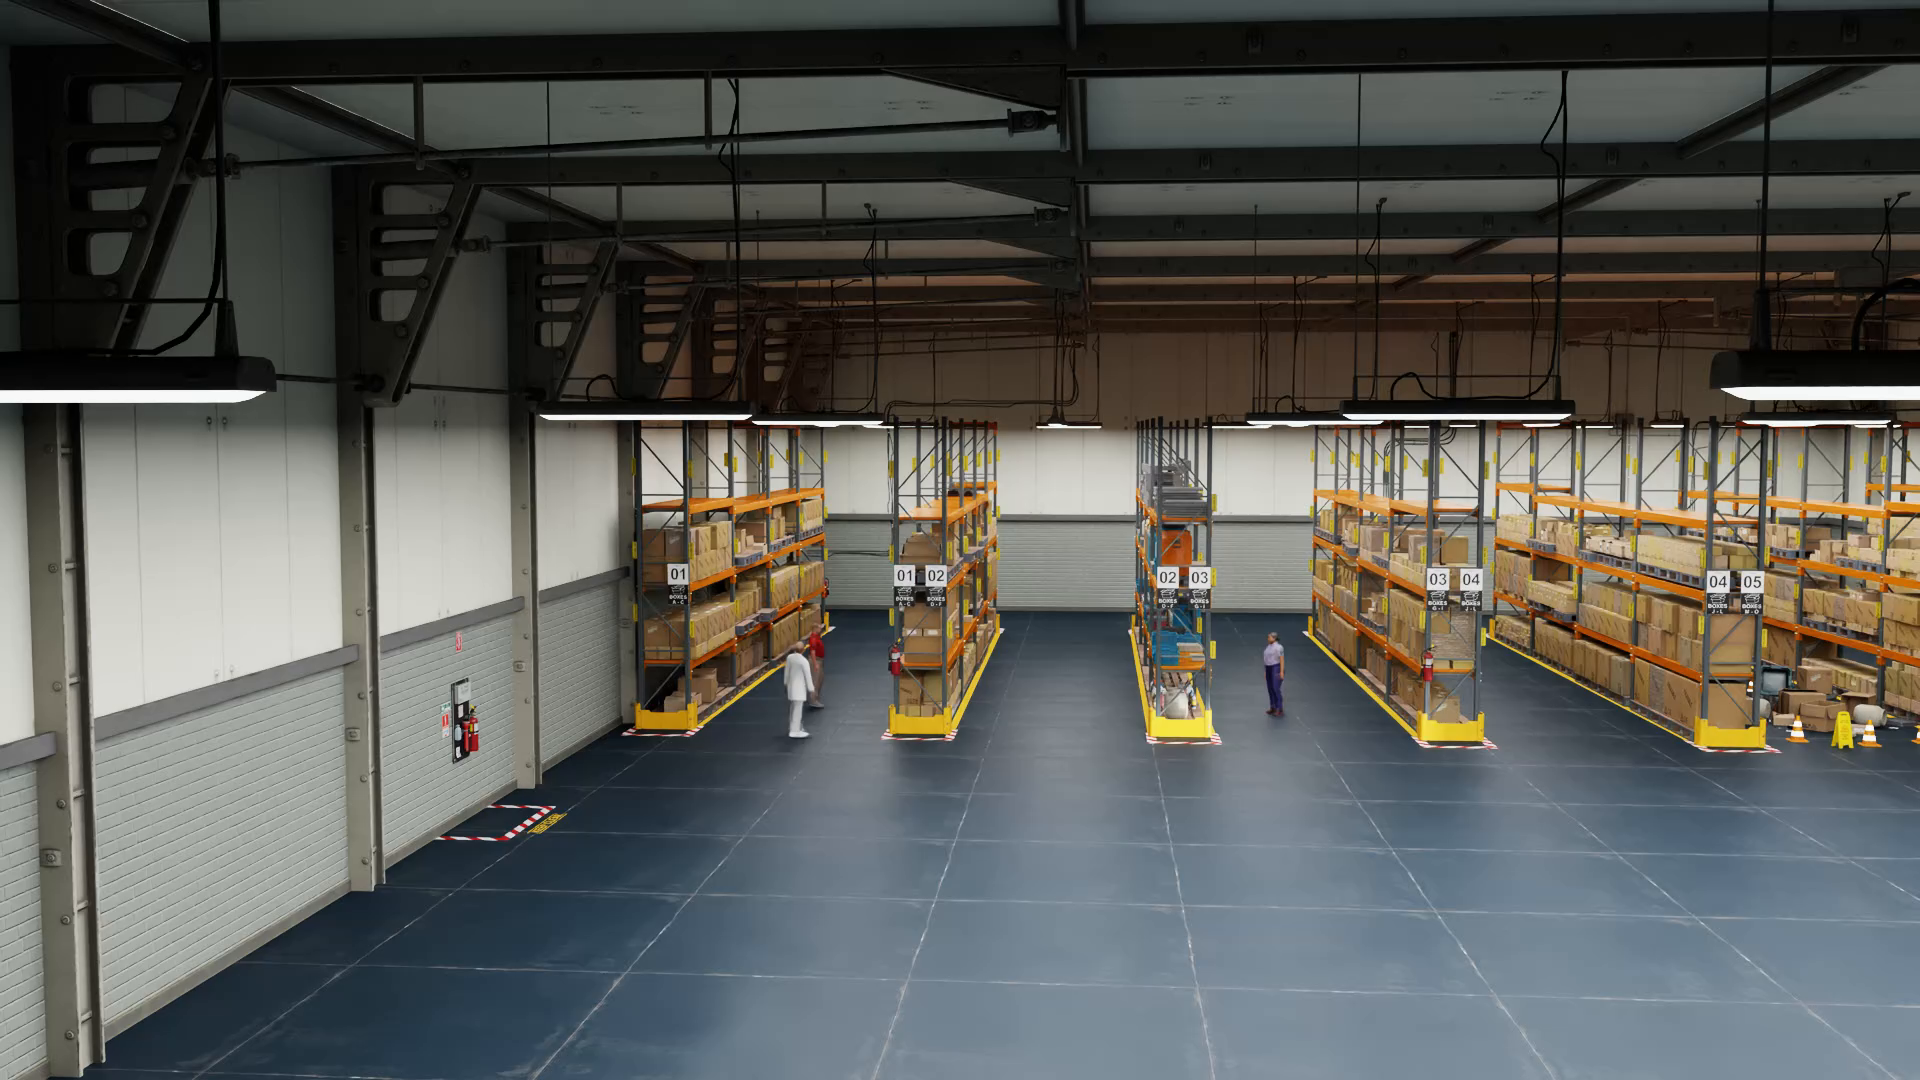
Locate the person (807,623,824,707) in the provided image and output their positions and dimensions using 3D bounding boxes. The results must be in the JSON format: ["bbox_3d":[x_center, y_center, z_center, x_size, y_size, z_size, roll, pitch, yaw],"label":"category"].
[{"bbox_3d":[-3.008,2.641,34.683,0.374,1.819,0.605,0,4,2],"label":"person"}]

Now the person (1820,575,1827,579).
[{"bbox_3d":[24.444,1.802,47.118,0.542,1.656,0.500,0,4,2],"label":"person"}]

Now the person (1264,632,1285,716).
[{"bbox_3d":[6.380,2.718,33.721,0.372,1.675,0.613,-1,4,-19],"label":"person"}]

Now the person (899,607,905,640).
[{"bbox_3d":[-1.460,1.915,44.637,0.546,1.726,1.011,1,4,9],"label":"person"}]

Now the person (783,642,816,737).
[{"bbox_3d":[-3.045,2.804,31.316,0.628,1.805,0.722,-3,5,-37],"label":"person"}]
